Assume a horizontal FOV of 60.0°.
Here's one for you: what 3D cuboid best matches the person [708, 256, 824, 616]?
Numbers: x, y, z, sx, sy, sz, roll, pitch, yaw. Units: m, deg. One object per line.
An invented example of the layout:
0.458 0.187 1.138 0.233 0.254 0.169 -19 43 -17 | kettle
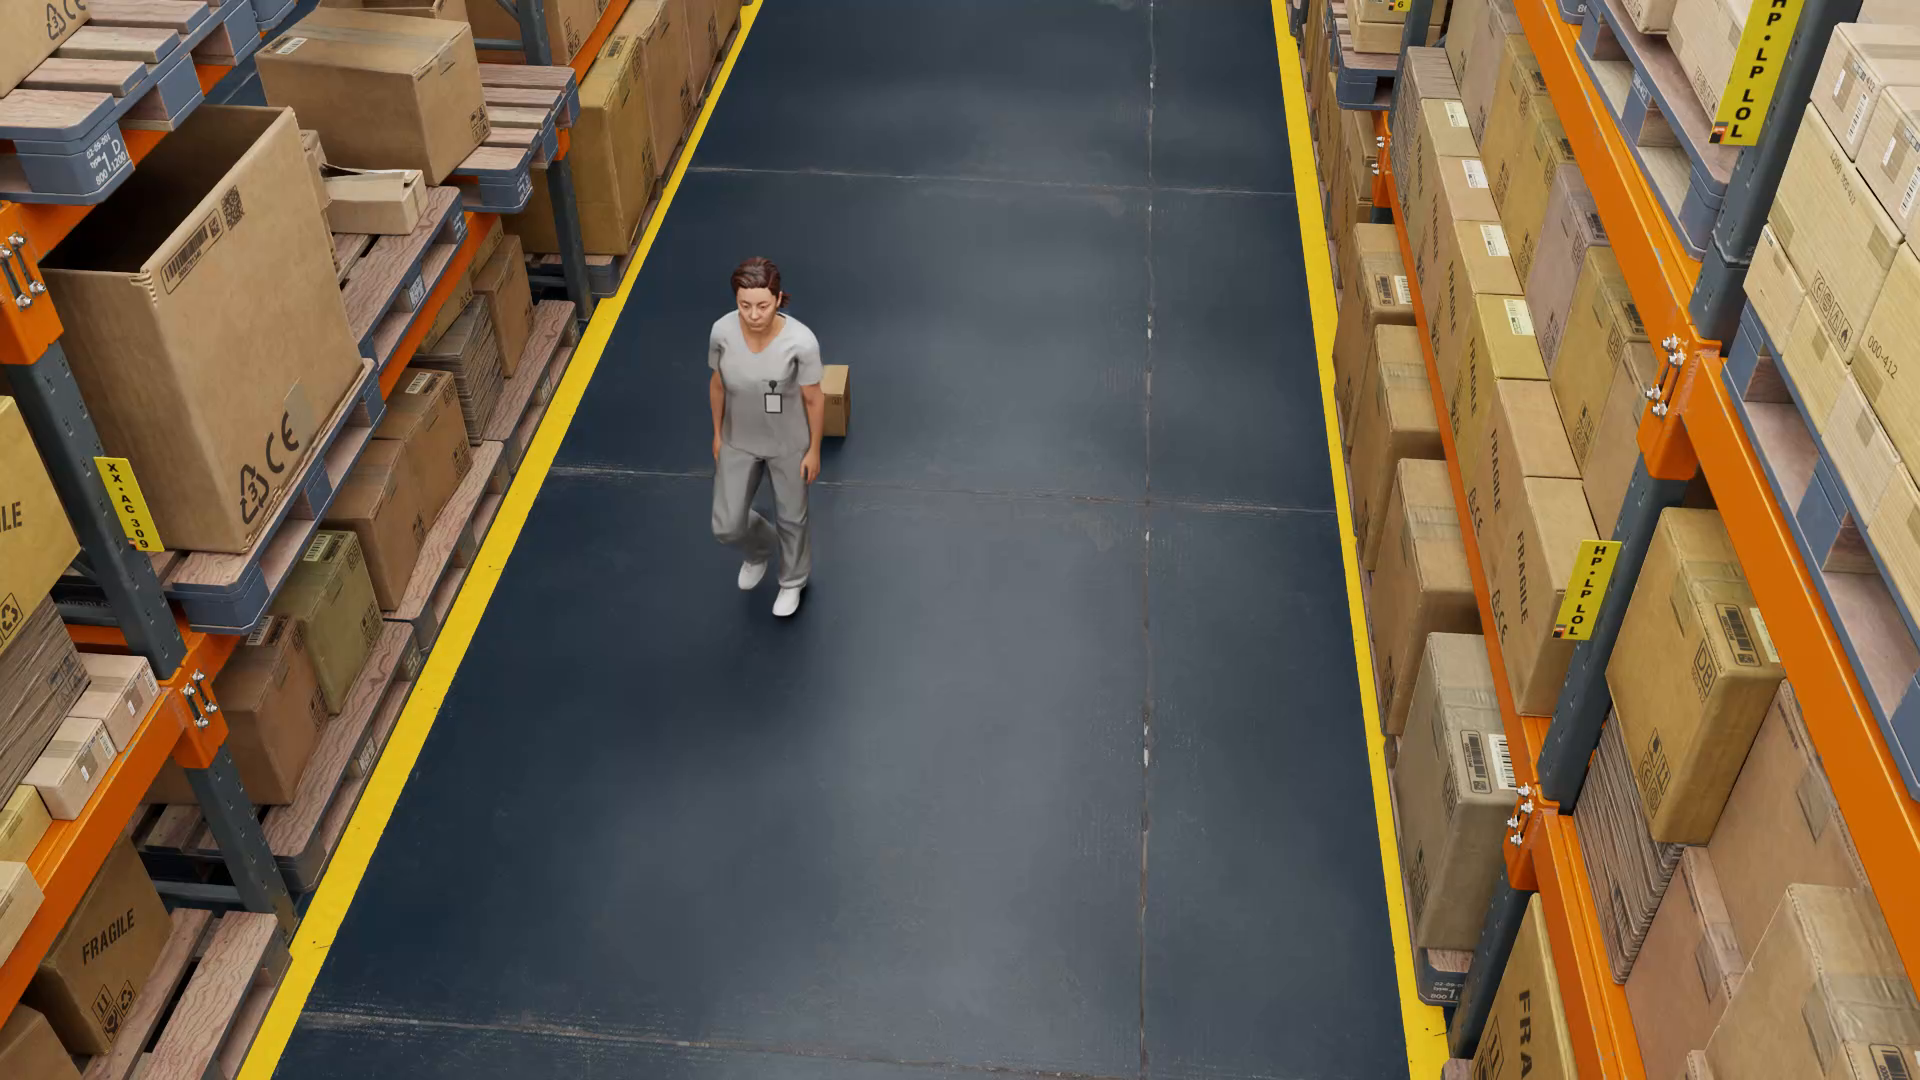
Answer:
-0.753 -0.385 6.573 0.470 1.669 0.437 4 40 5 | person
